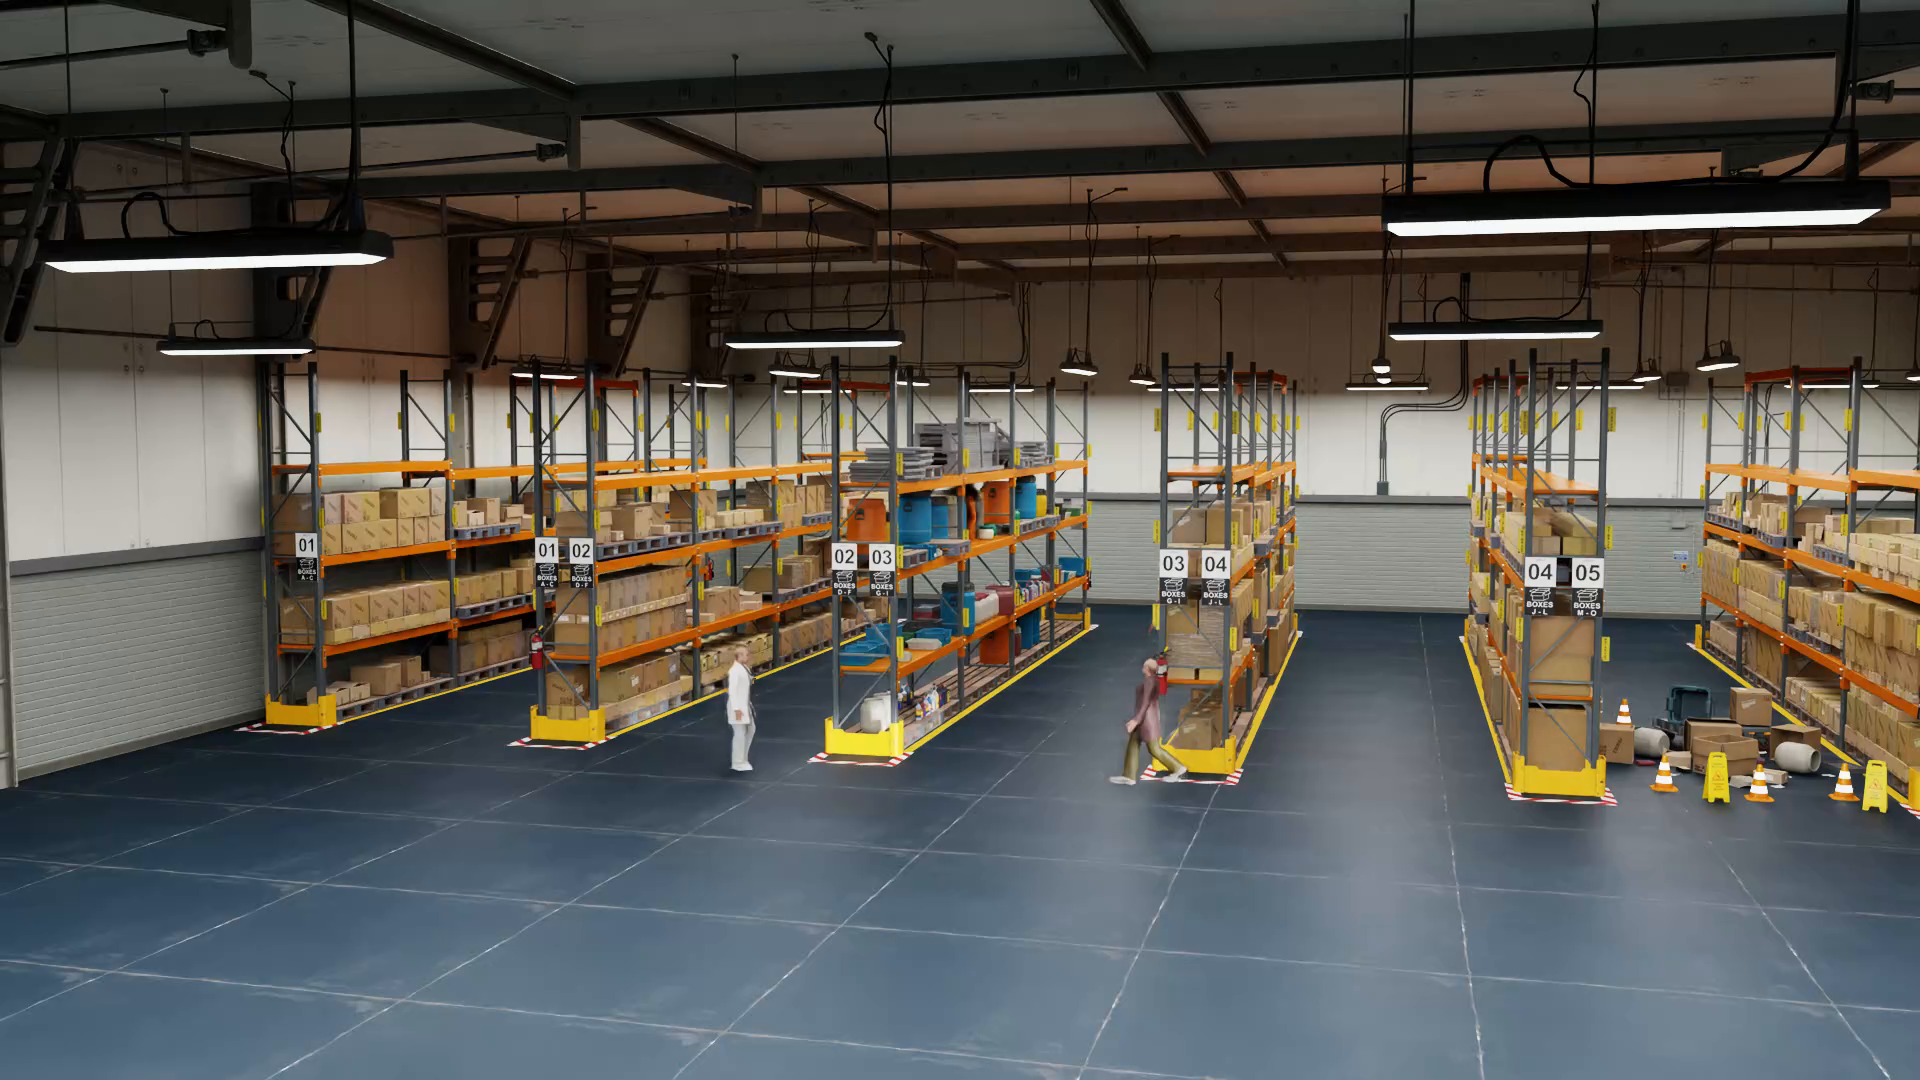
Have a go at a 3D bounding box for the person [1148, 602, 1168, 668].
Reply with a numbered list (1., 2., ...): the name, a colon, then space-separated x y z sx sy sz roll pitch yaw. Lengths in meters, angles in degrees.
1. person: 4.122 1.776 33.251 0.701 1.667 1.022 1 4 20

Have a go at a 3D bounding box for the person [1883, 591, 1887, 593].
1. person: 19.224 1.734 34.443 0.488 1.661 0.465 3 5 37

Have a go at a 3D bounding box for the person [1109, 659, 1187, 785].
1. person: 2.574 2.516 22.951 0.997 1.746 0.519 -1 4 -10

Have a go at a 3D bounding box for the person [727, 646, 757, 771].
1. person: -3.168 2.459 24.079 0.429 1.848 0.684 1 4 10
